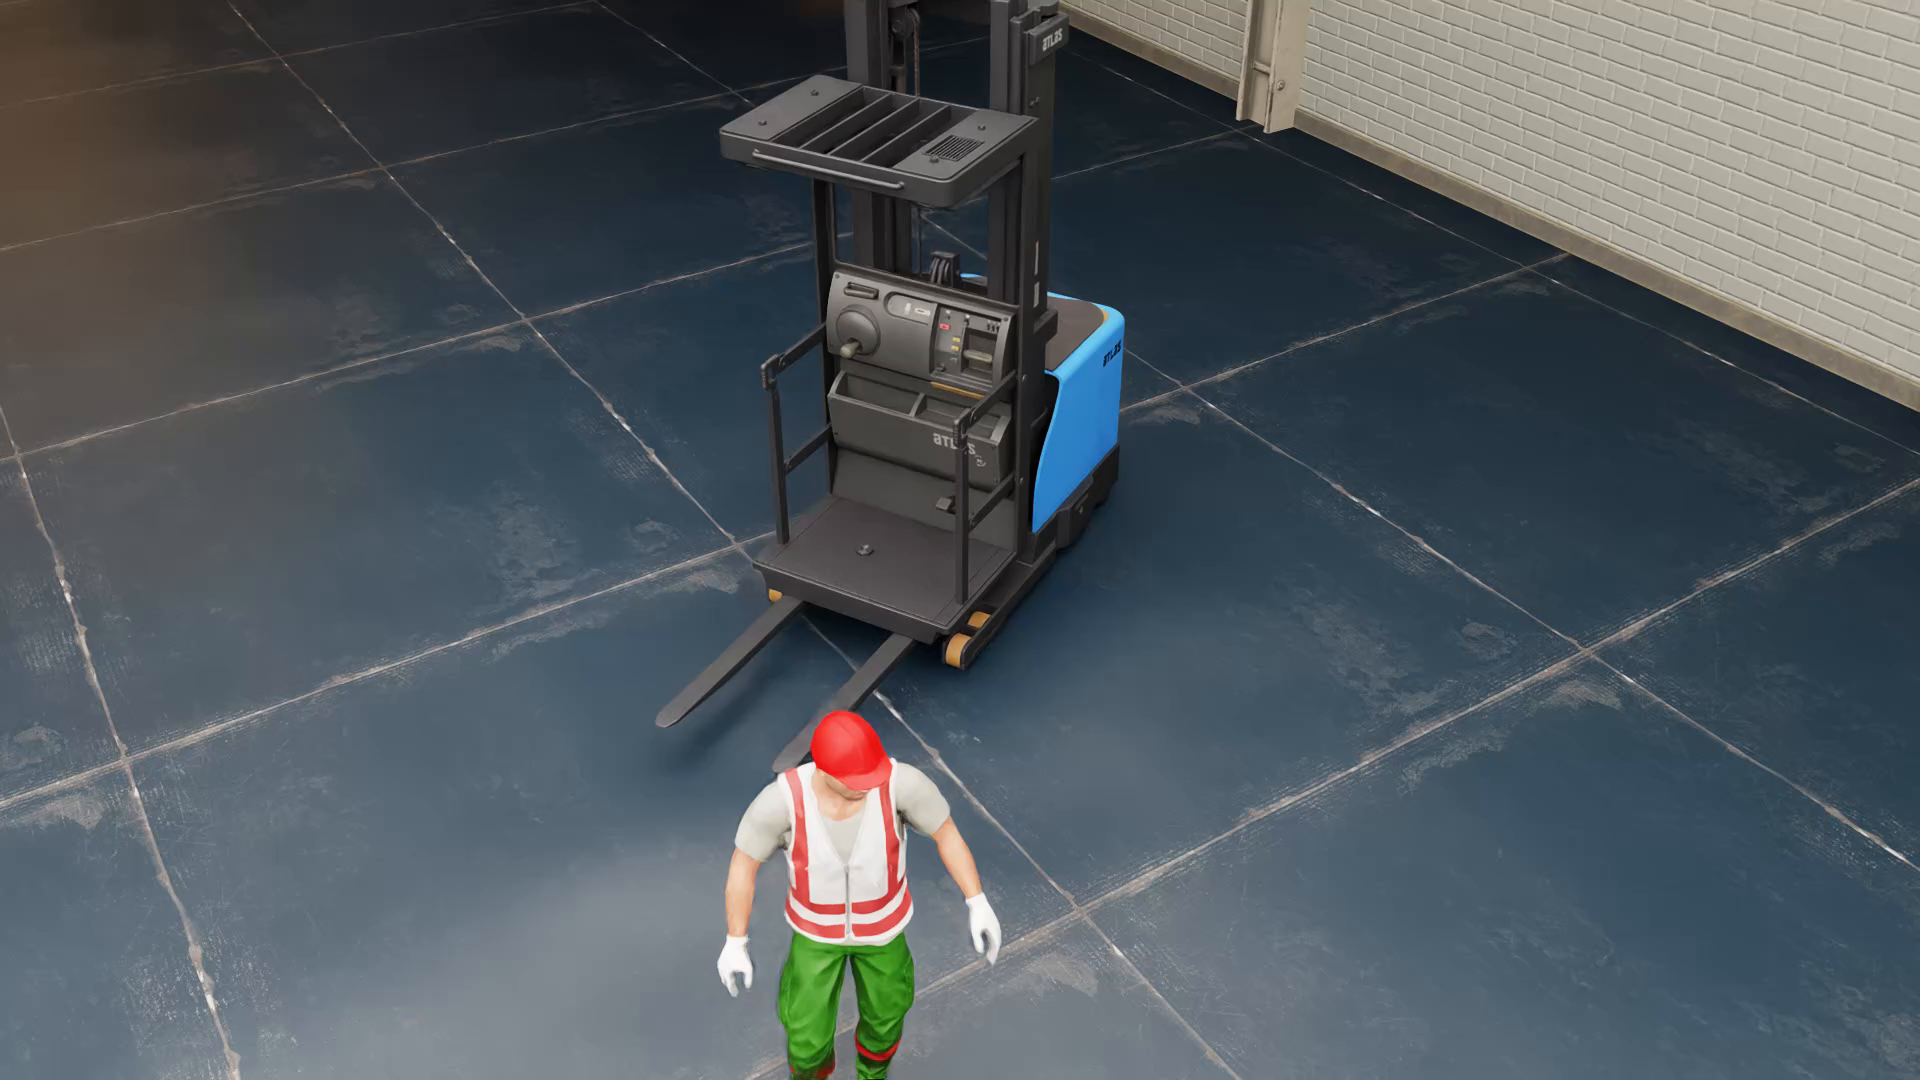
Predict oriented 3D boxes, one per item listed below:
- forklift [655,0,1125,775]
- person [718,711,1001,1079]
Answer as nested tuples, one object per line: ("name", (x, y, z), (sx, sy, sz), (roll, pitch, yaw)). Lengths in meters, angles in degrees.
("forklift", (-0.296, -0.892, 7.418), (1.130, 2.935, 3.031), (18, 39, 23))
("person", (-0.327, 1.282, 5.366), (0.898, 1.786, 0.483), (-3, 35, -4))
